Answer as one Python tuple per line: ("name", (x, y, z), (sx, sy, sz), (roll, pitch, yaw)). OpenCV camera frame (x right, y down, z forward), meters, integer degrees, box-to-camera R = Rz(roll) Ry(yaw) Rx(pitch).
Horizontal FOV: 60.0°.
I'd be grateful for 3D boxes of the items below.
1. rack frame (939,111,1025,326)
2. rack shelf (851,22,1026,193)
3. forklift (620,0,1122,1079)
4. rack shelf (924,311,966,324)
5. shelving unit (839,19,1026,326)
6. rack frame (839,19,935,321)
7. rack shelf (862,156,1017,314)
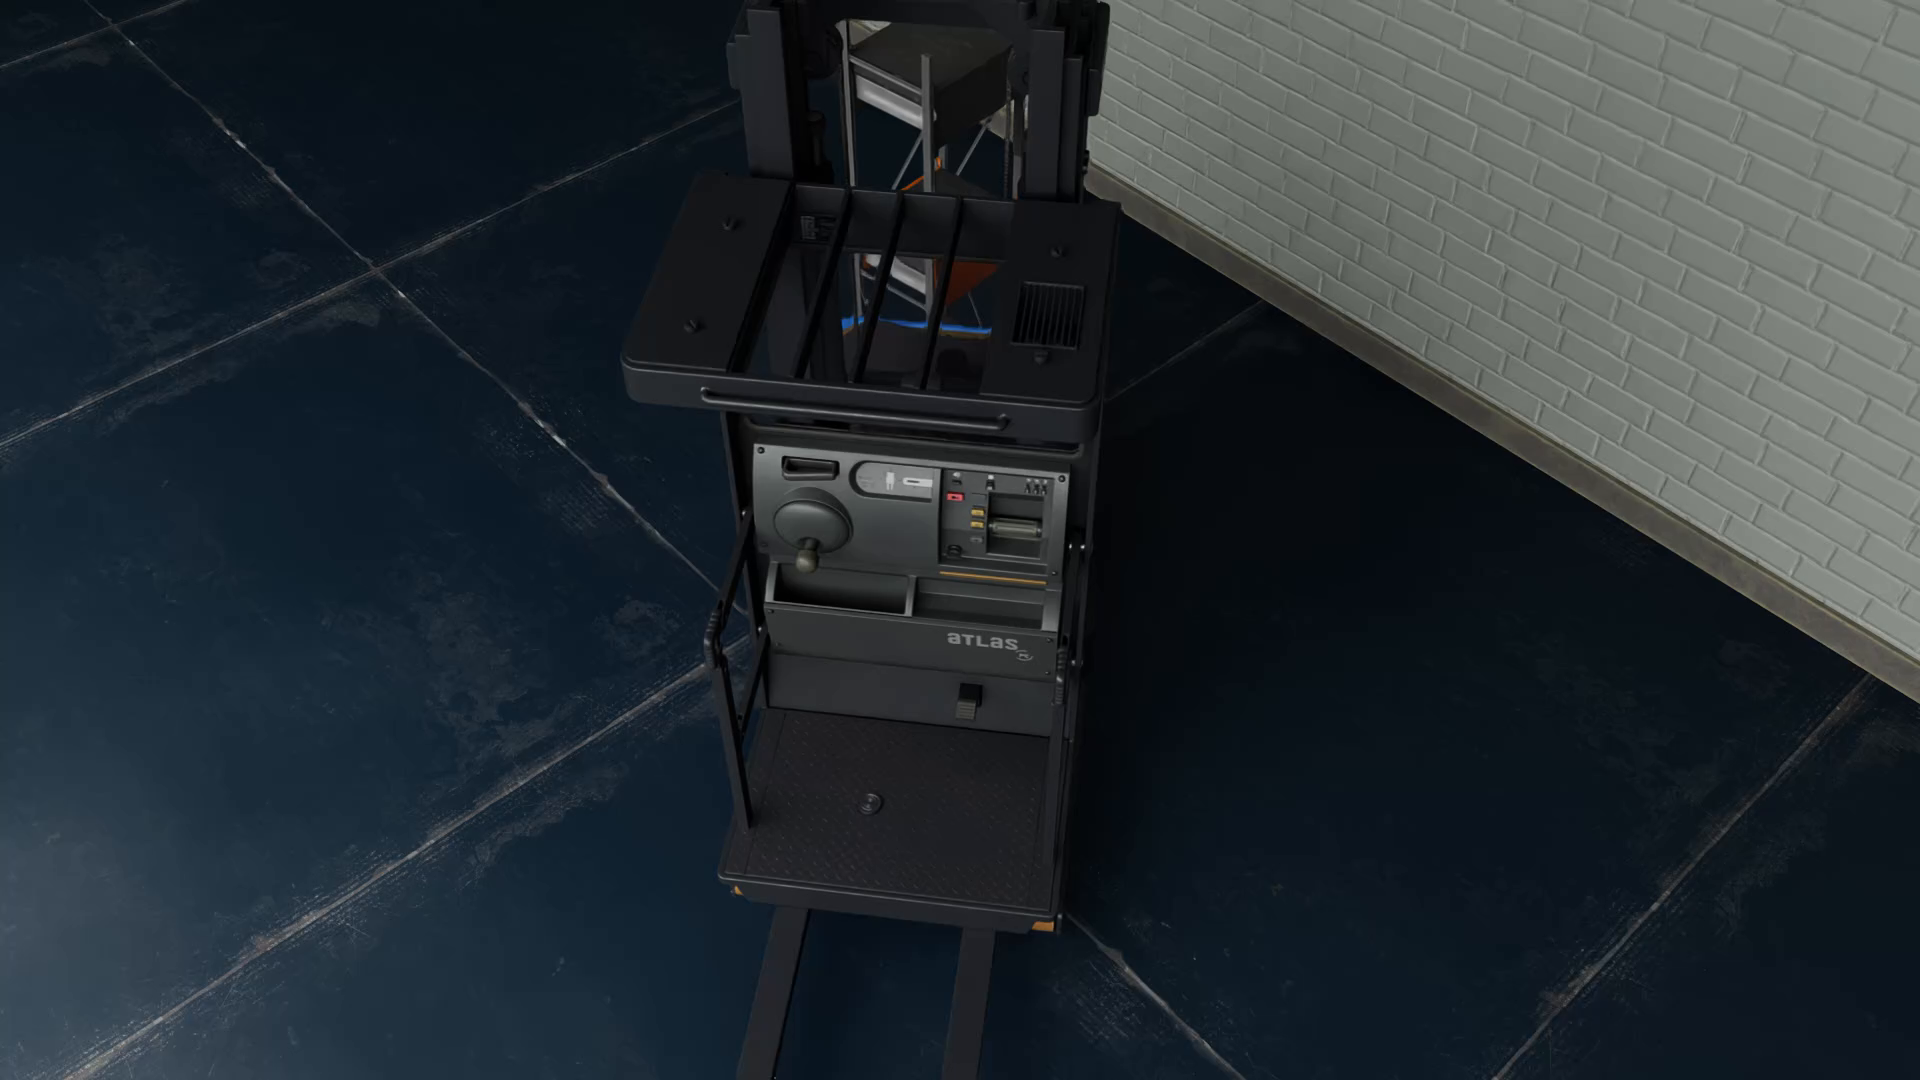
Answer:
("rack frame", (0.074, -1.201, 6.429), (0.400, 2.100, 0.015), (32, 55, 26))
("rack shelf", (-0.085, -1.530, 5.800), (0.431, 0.518, 0.480), (32, 55, 26))
("forklift", (-0.174, 0.025, 4.733), (1.130, 2.935, 3.031), (6, 48, 5))
("rack shelf", (-0.085, -0.581, 6.828), (0.431, 0.518, 0.480), (32, 55, 26))
("shelving unit", (-0.085, -1.065, 6.304), (0.431, 2.100, 0.503), (32, 55, 26))
("rack frame", (-0.245, -0.929, 6.179), (0.400, 2.100, 0.015), (32, 55, 26))
("rack shelf", (-0.085, -1.056, 6.314), (0.431, 0.518, 0.480), (32, 55, 26))
